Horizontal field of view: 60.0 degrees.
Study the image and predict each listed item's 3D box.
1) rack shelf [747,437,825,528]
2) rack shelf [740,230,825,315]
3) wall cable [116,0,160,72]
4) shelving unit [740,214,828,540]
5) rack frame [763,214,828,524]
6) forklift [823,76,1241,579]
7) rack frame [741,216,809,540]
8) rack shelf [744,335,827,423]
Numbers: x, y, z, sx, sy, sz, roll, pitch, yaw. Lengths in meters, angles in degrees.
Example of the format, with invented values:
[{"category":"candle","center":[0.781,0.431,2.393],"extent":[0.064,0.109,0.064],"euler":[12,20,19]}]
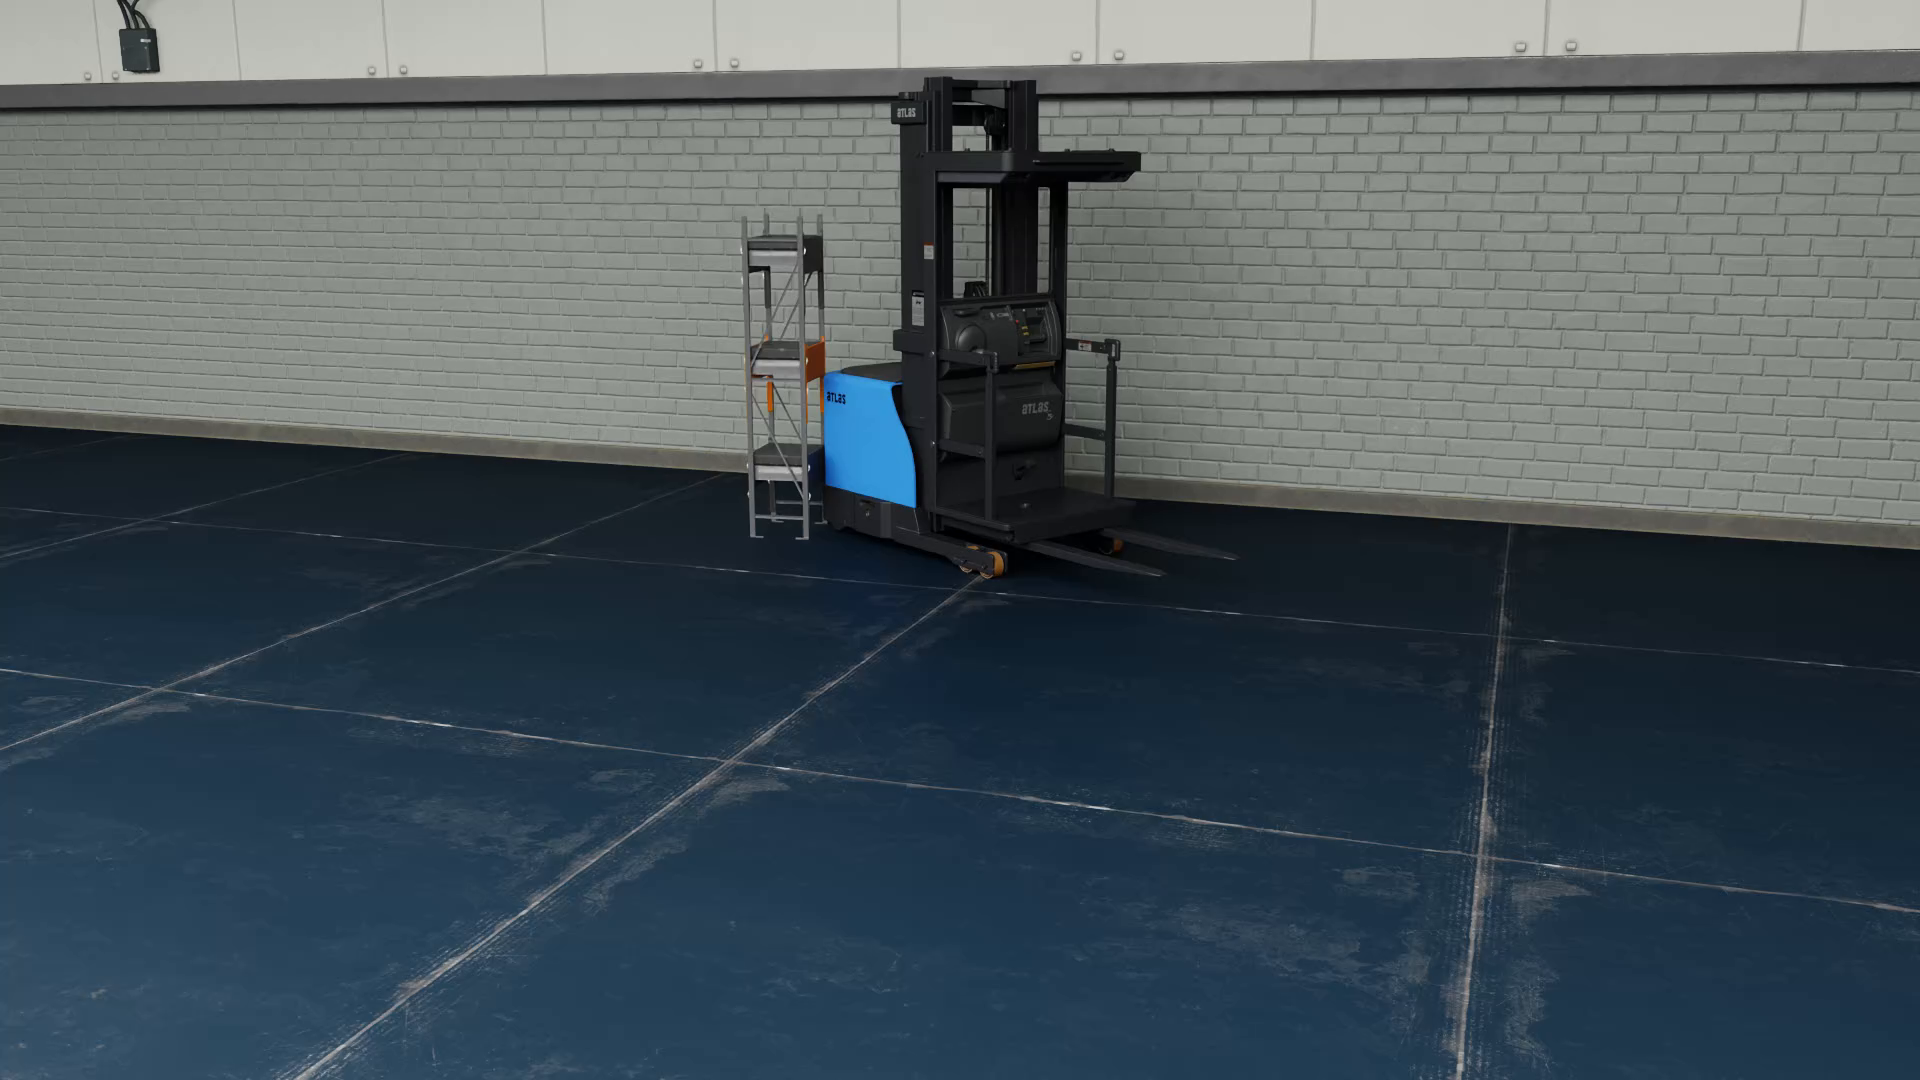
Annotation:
[{"category":"rack shelf","center":[-1.152,-0.391,11.188],"extent":[0.431,0.518,0.480],"euler":[2,13,10]},{"category":"rack shelf","center":[-1.152,-1.755,10.876],"extent":[0.431,0.518,0.480],"euler":[2,13,10]},{"category":"wall cable","center":[-6.144,-6.910,13.396],"extent":[2.305,6.003,0.169],"euler":[4,14,18]},{"category":"shelving unit","center":[-1.152,-1.086,11.029],"extent":[0.431,2.100,0.503],"euler":[2,13,10]},{"category":"rack frame","center":[-1.109,-1.140,11.263],"extent":[0.400,2.100,0.015],"euler":[2,13,10]},{"category":"forklift","center":[0.395,-1.322,10.192],"extent":[1.130,2.935,3.031],"euler":[-10,16,-38]},{"category":"rack frame","center":[-1.195,-1.033,10.795],"extent":[0.400,2.100,0.015],"euler":[2,13,10]},{"category":"rack shelf","center":[-1.152,-1.073,11.032],"extent":[0.431,0.518,0.480],"euler":[2,13,10]}]
